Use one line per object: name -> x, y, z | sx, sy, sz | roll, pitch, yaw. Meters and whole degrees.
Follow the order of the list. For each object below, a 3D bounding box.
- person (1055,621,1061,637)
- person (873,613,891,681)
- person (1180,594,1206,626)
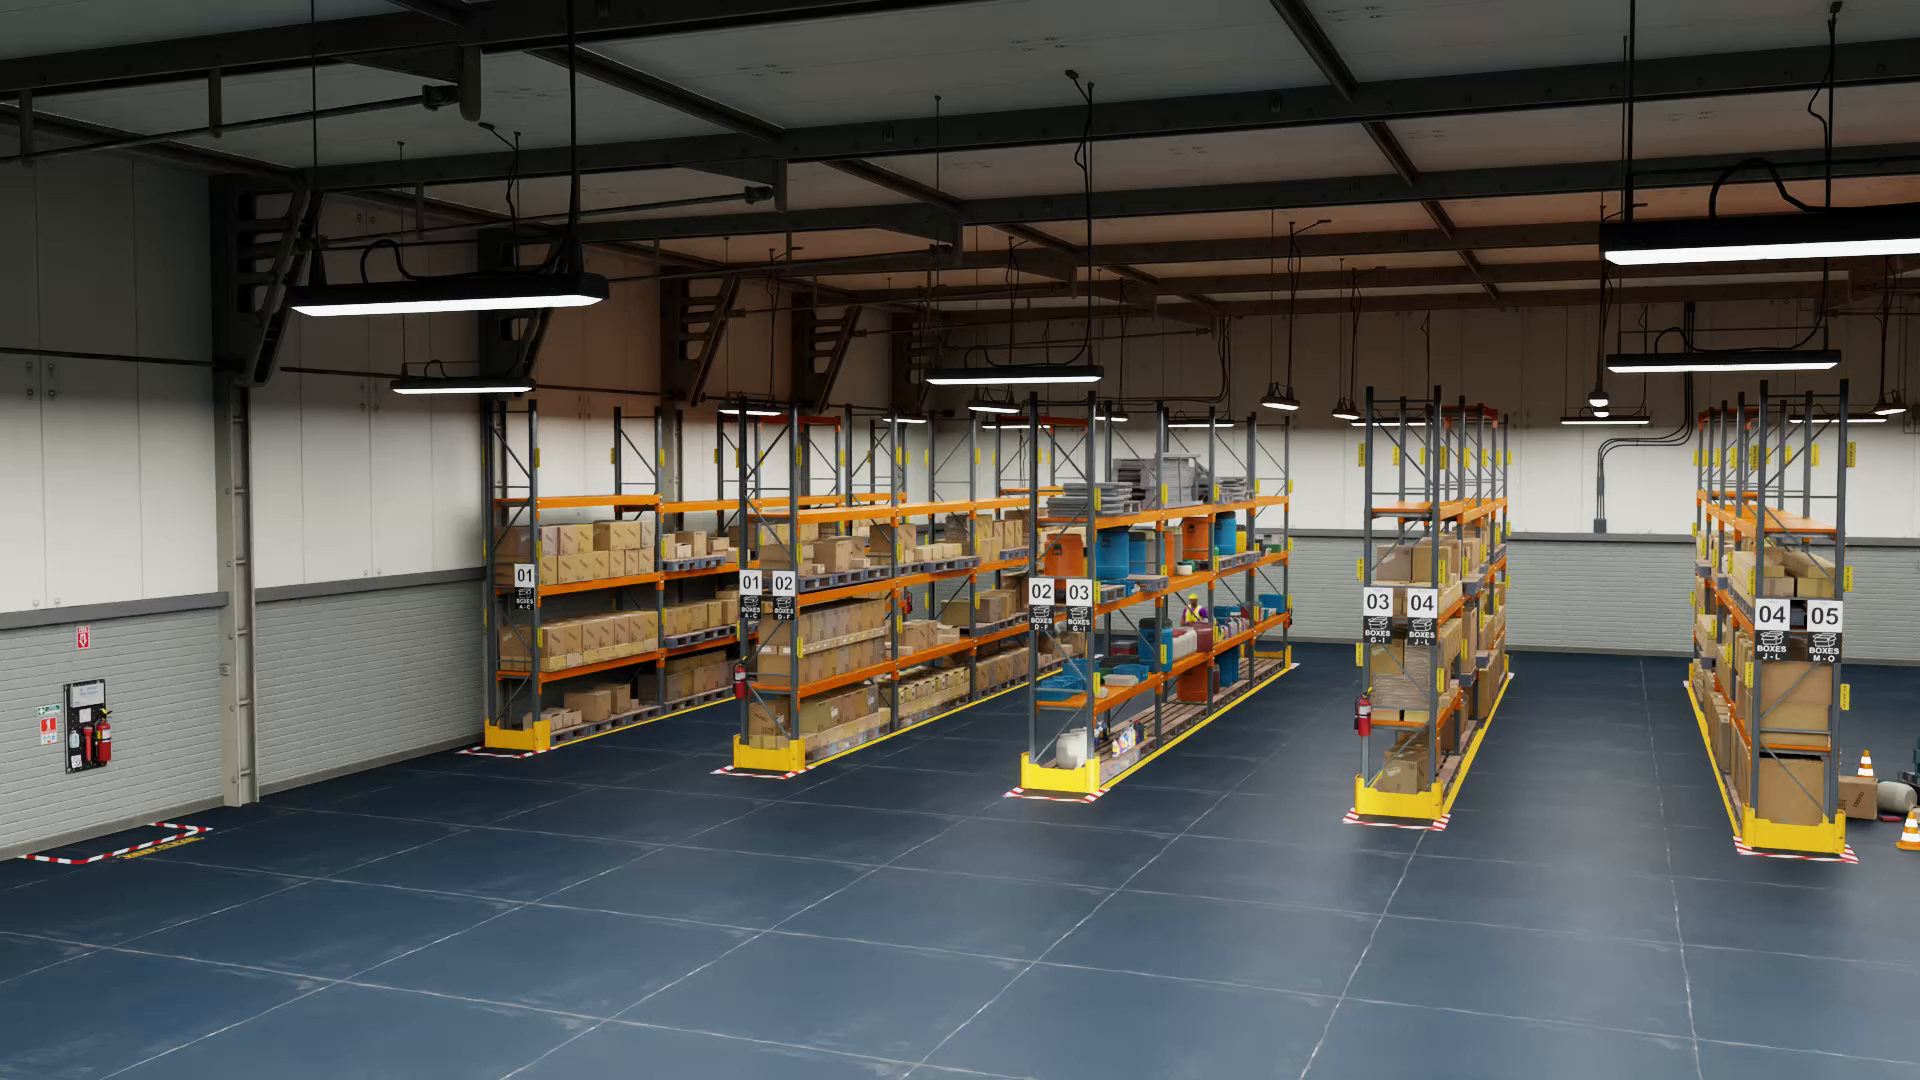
person -> 2.613, 2.030, 44.326 | 0.577, 1.581, 0.701 | 2, 3, 34
person -> -1.710, 2.368, 35.298 | 0.593, 1.774, 0.495 | 2, 3, 31
person -> 5.570, 2.149, 39.858 | 0.625, 1.704, 1.031 | 2, 3, 30
